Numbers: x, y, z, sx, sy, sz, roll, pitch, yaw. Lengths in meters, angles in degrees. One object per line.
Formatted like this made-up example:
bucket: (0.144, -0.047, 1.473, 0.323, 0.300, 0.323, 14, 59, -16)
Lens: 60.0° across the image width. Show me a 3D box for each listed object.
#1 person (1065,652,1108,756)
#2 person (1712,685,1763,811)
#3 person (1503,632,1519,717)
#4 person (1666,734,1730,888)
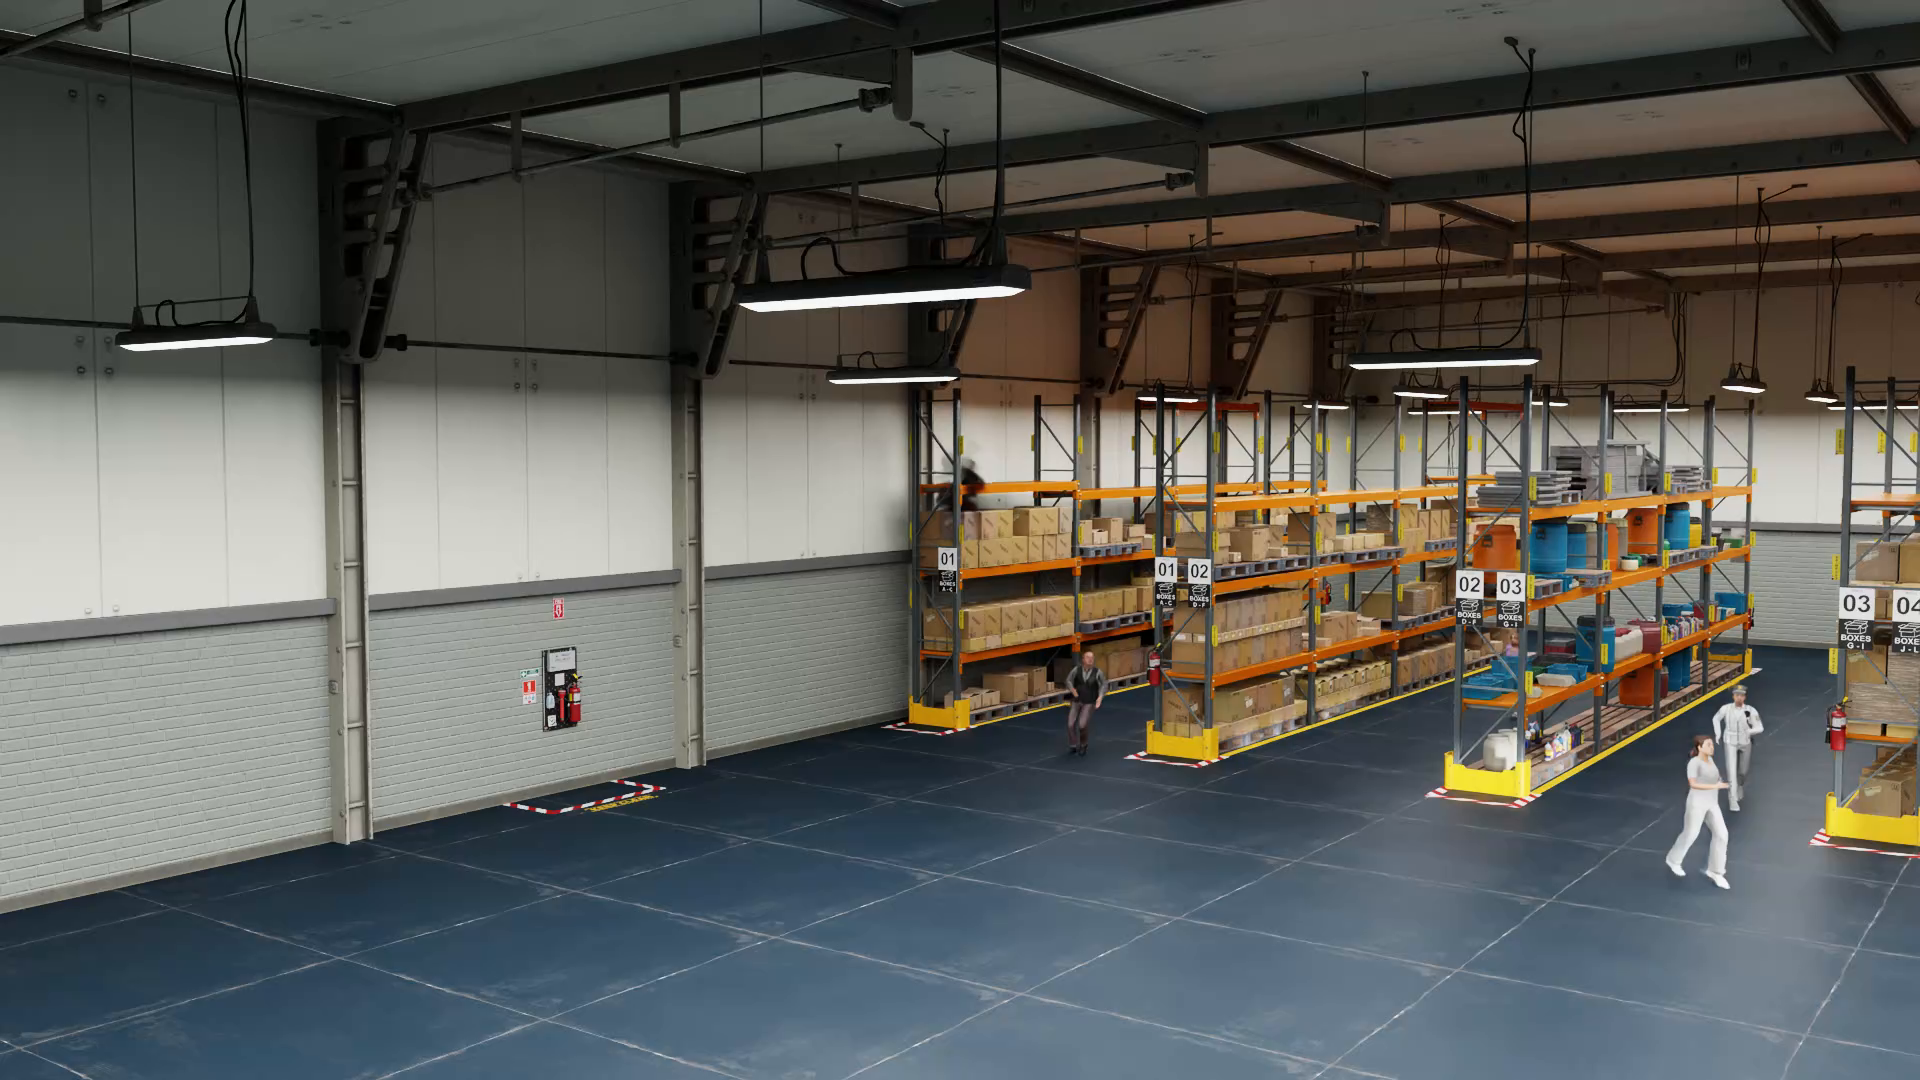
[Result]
person: (2.005, 2.648, 26.855, 0.673, 1.684, 0.602, 1, 3, 21)
person: (10.721, 2.823, 22.929, 0.625, 1.676, 0.919, 1, 4, 22)
person: (10.117, 2.485, 30.445, 0.518, 1.544, 0.601, 2, 4, 36)
person: (8.458, 3.077, 19.028, 0.554, 1.737, 0.797, -2, 4, -27)
